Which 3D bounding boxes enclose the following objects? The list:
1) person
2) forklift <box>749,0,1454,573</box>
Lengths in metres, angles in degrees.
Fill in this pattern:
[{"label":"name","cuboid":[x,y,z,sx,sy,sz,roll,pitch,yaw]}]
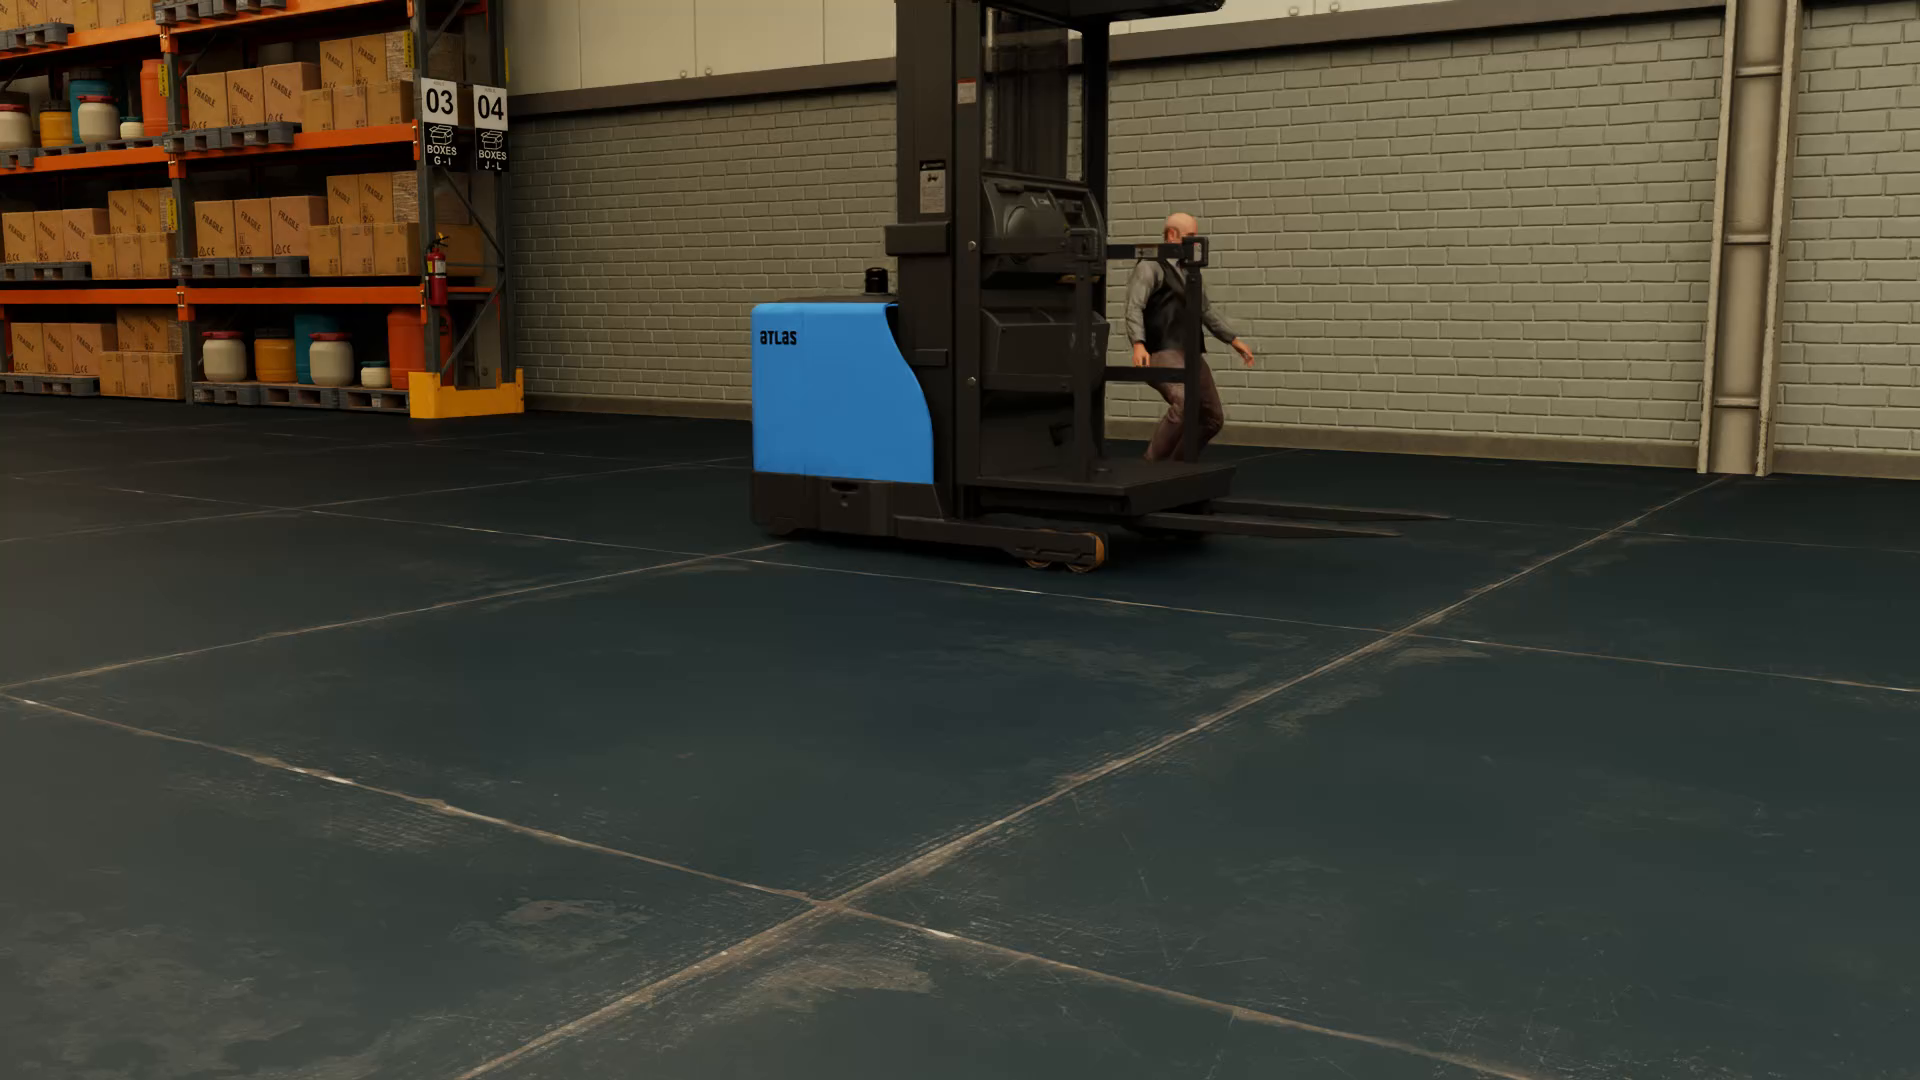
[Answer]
[{"label":"person","cuboid":[1.273,-1.059,9.503,0.639,1.597,0.936,7,11,42]},{"label":"forklift","cuboid":[0.541,-1.403,7.062,3.031,2.935,1.130,5,10,33]}]
